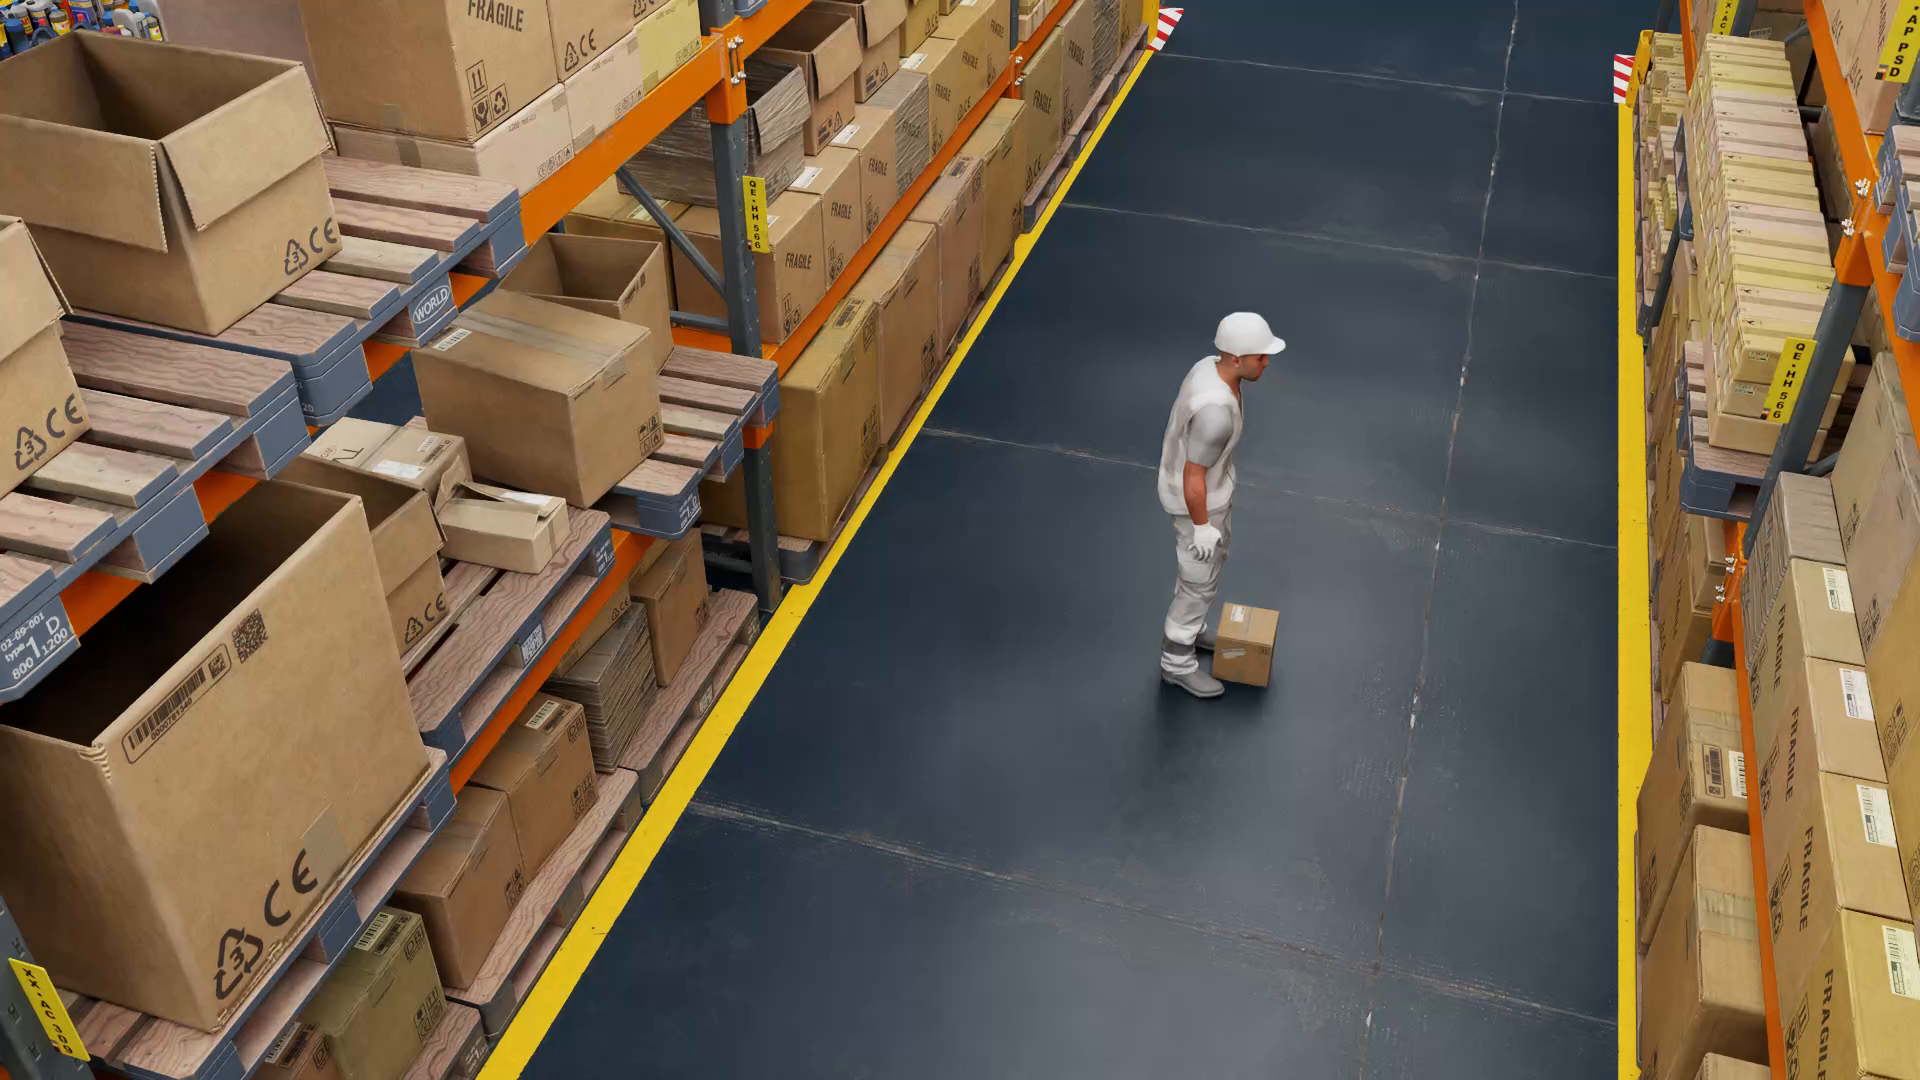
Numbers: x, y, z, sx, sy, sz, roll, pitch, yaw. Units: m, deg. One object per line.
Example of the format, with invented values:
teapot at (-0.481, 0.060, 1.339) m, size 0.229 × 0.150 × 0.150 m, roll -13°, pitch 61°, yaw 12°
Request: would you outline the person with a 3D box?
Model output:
person at (1.072, -0.174, 7.114) m, size 0.453 × 1.777 × 0.608 m, roll 9°, pitch 38°, yaw 12°
